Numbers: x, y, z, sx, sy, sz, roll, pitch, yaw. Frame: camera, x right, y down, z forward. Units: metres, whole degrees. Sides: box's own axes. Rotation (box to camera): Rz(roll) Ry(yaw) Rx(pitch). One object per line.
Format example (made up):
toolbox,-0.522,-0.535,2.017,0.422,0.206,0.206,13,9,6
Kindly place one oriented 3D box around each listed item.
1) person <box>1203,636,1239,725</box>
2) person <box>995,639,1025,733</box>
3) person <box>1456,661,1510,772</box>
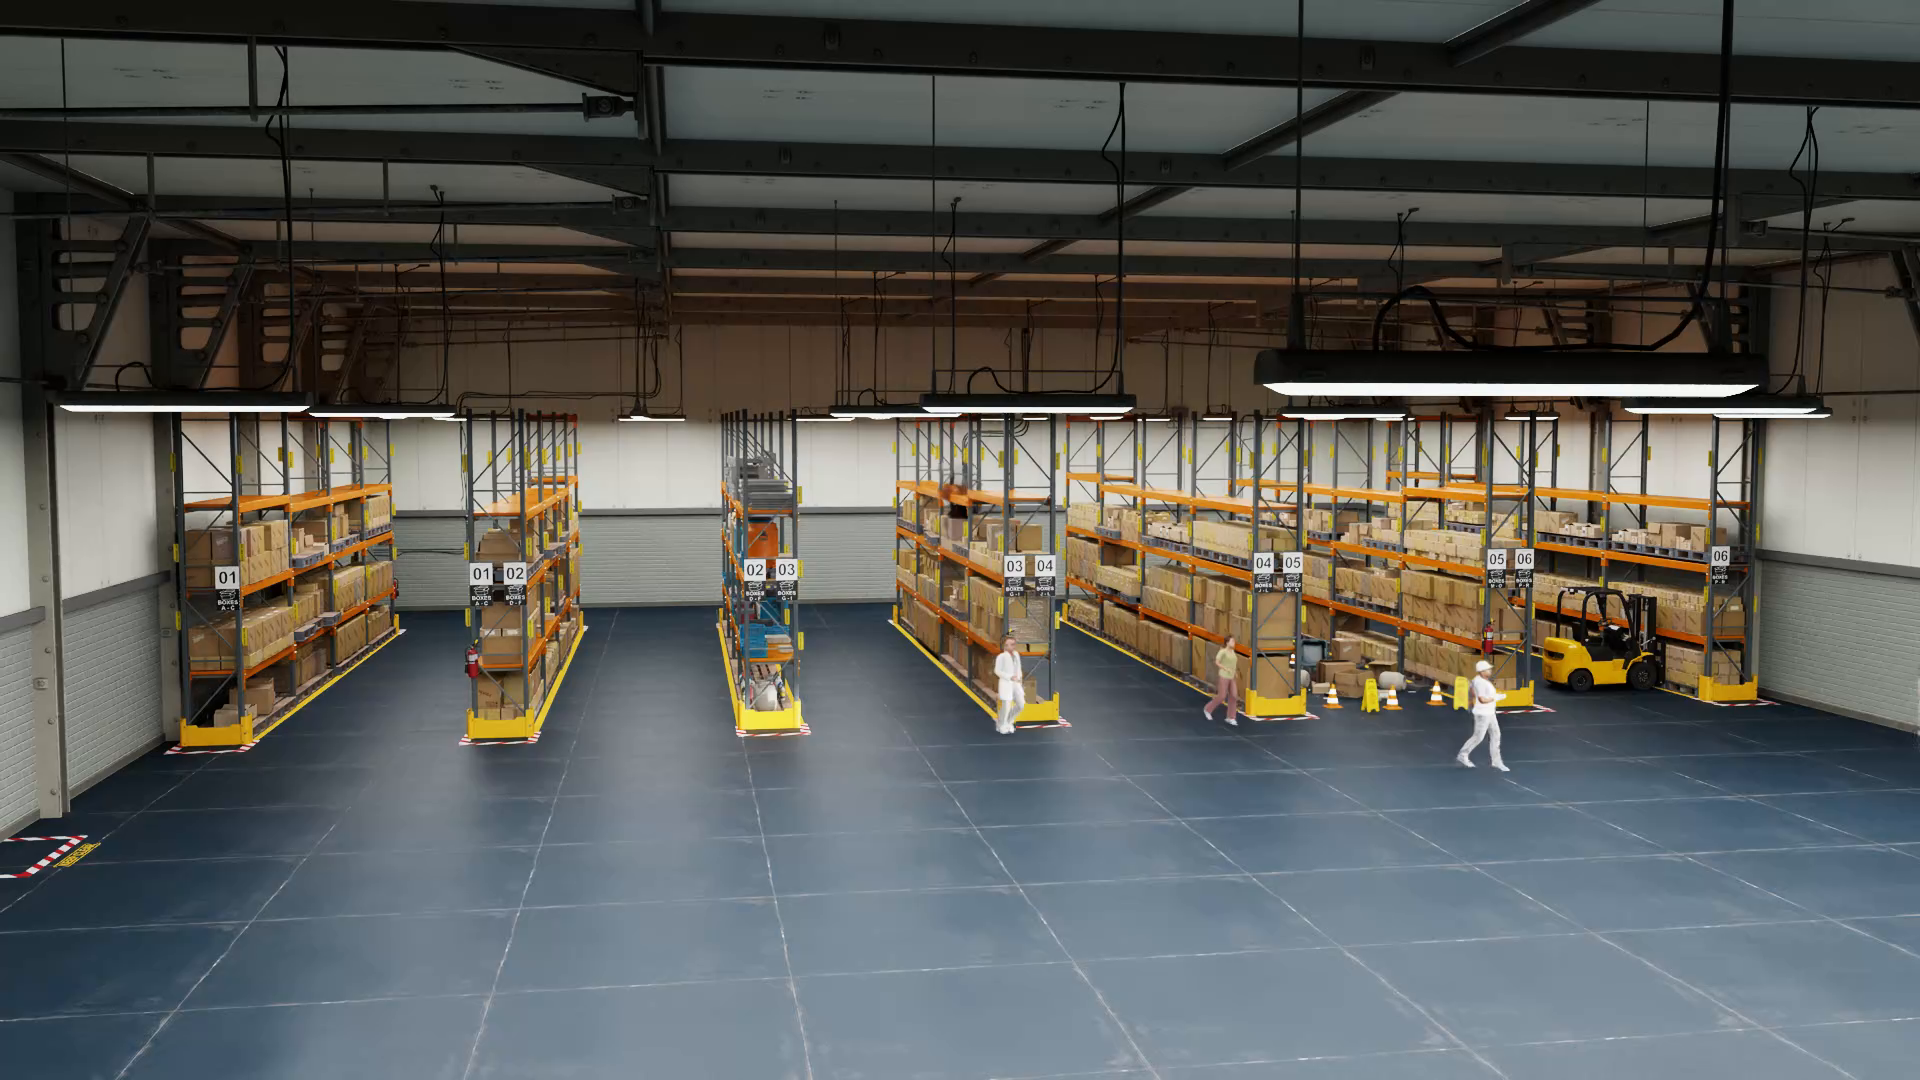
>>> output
person,5.119,2.677,31.963,0.637,1.701,0.781,-4,6,-45
person,0.950,2.707,30.726,0.746,1.760,0.654,-3,5,-40
person,8.627,2.900,27.388,0.840,1.823,0.662,2,5,29
